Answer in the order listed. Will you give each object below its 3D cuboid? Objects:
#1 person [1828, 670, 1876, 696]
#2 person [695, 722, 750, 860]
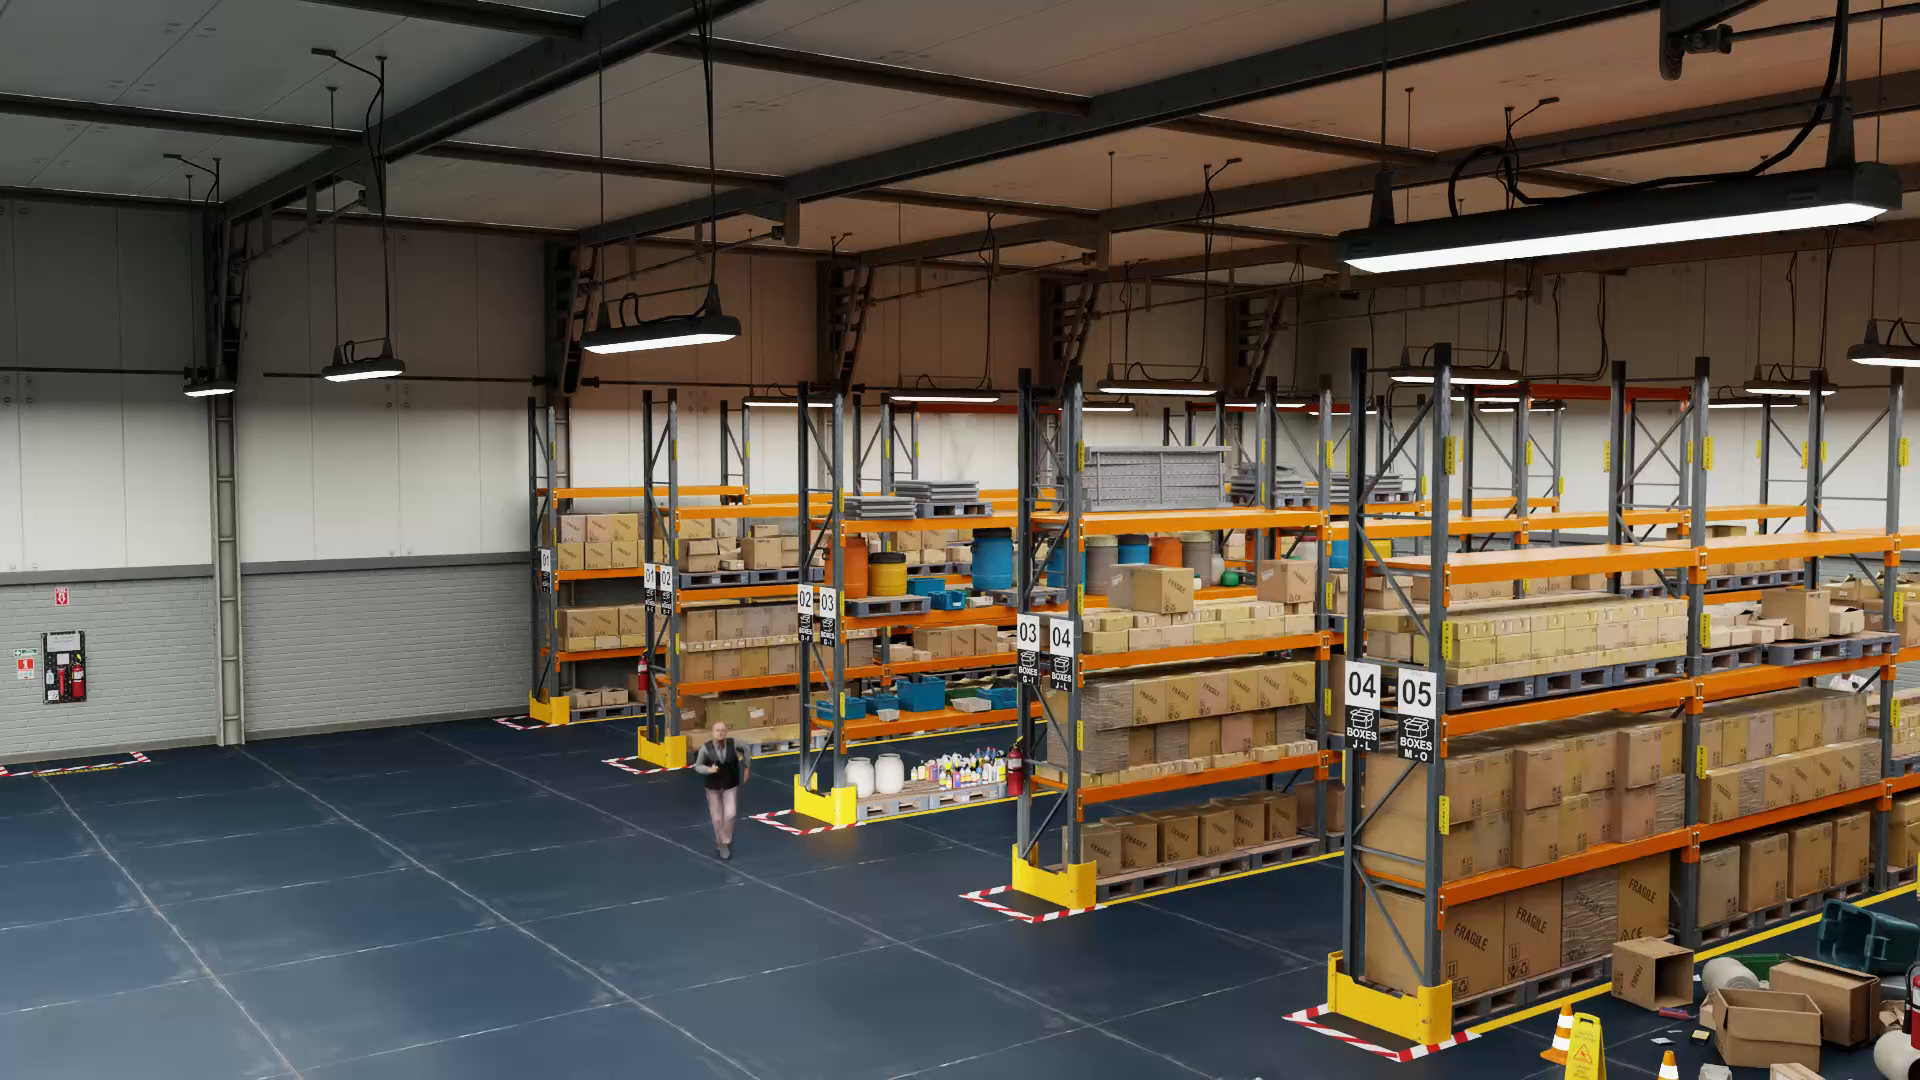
[{"bbox_3d":[14.030,2.738,26.294,0.527,1.741,0.688,-3,5,-43],"label":"person"},{"bbox_3d":[-2.932,3.090,20.569,0.682,1.707,0.805,-1,3,-10],"label":"person"}]
